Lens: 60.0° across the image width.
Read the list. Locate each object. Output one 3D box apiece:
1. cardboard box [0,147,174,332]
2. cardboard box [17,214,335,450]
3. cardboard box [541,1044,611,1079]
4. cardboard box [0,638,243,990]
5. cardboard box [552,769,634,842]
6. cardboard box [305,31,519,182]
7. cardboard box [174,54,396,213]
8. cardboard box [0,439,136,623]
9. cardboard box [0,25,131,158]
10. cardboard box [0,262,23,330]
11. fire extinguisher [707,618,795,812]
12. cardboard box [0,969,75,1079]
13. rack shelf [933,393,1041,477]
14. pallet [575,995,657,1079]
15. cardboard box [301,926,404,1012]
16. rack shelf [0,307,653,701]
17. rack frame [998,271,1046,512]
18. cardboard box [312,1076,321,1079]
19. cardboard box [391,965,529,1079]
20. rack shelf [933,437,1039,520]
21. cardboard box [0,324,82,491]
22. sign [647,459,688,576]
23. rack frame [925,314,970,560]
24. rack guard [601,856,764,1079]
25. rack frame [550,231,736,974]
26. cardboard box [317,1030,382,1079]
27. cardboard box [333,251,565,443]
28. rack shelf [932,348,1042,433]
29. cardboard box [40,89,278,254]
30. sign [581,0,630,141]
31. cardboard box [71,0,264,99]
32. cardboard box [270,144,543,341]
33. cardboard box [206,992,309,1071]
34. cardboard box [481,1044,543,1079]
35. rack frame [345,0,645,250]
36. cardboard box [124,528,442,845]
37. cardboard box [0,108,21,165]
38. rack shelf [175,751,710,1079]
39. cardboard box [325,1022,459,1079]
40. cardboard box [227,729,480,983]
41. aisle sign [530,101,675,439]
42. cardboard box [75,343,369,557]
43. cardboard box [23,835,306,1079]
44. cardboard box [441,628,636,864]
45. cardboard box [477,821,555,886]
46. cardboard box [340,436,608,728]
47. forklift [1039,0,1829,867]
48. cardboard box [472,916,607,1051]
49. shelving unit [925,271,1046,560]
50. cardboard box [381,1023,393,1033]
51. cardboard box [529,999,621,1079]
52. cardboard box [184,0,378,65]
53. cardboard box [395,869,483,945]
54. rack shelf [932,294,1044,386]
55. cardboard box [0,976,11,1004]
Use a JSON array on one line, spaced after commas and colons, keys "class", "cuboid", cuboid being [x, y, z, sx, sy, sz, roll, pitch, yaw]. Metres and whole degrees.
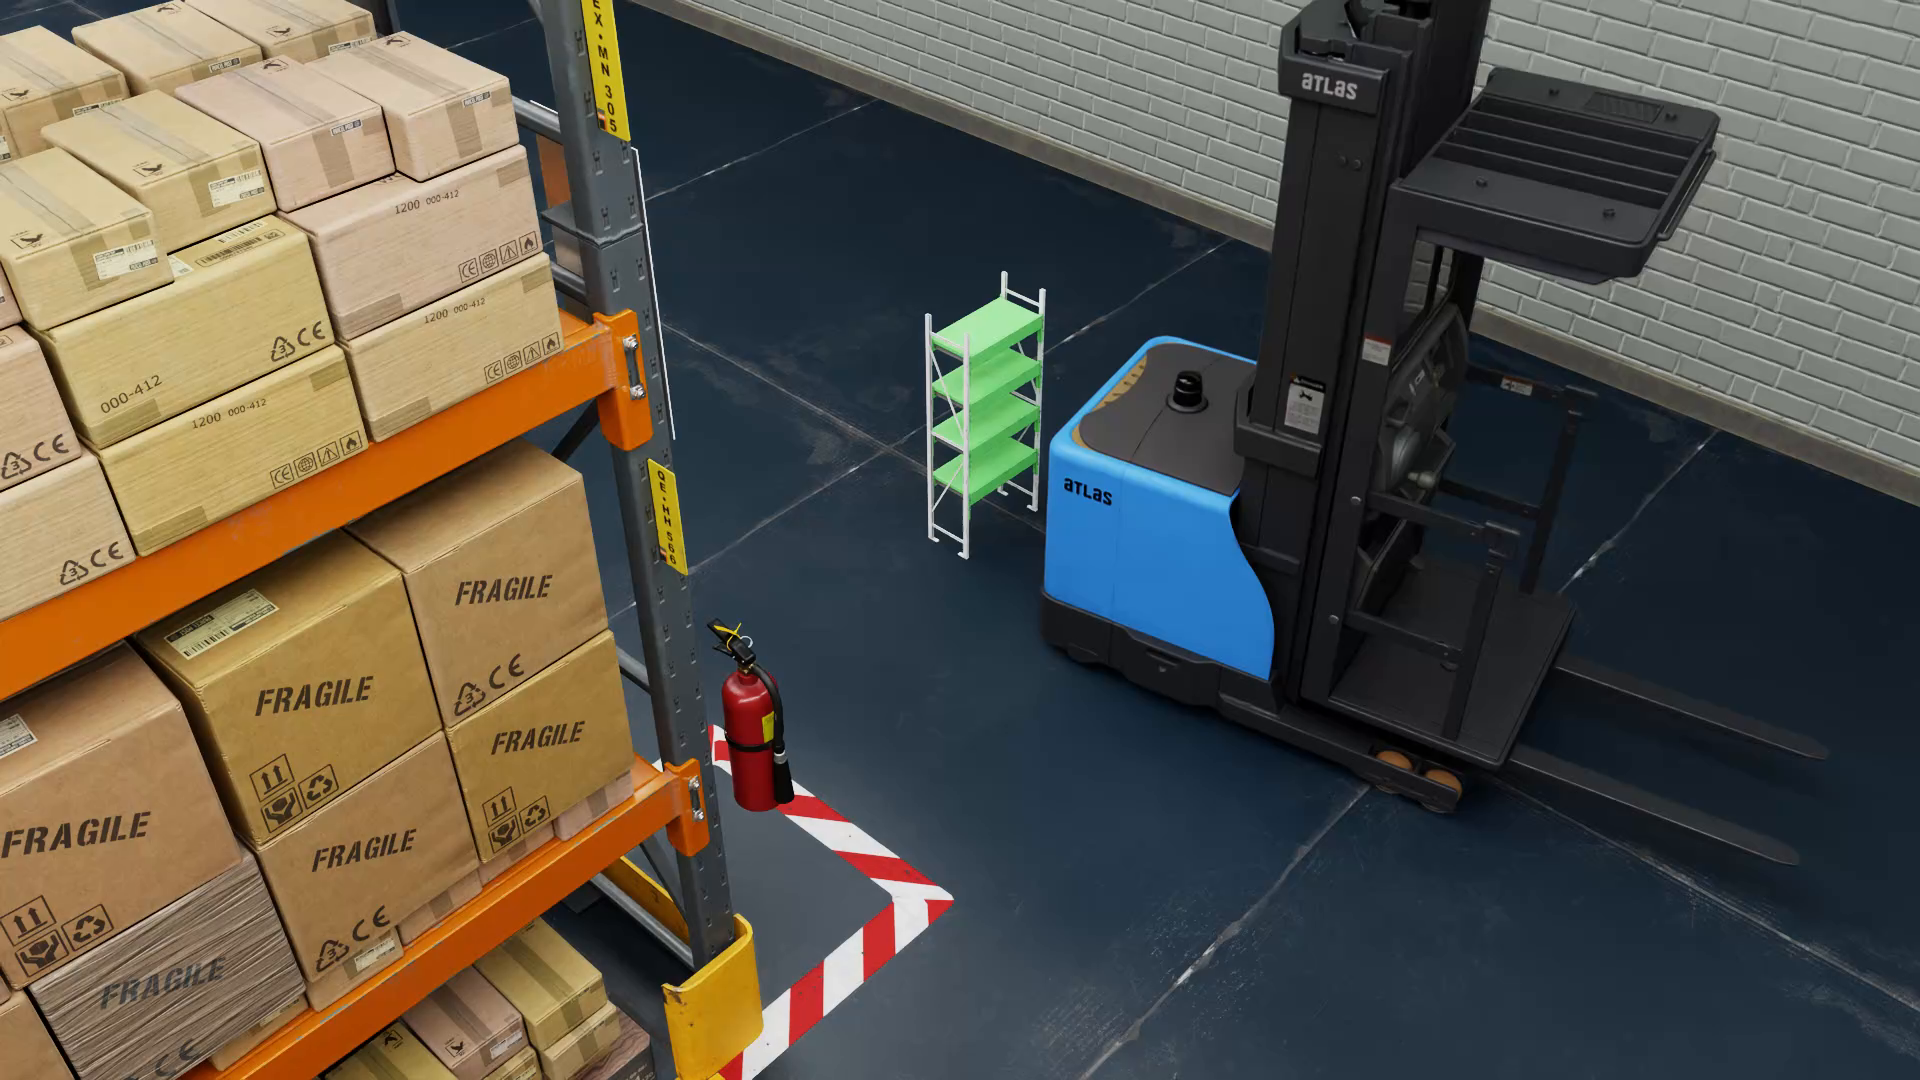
[{"class": "cardboard box", "cuboid": [-1.655, -0.554, 3.025, 0.380, 0.149, 0.250, 30, 48, 32]}, {"class": "cardboard box", "cuboid": [-1.605, -0.477, 3.249, 0.500, 0.250, 0.500, 28, 46, 31]}, {"class": "cardboard box", "cuboid": [-1.339, 1.561, 5.330, 0.380, 0.149, 0.250, 30, 48, 33]}, {"class": "cardboard box", "cuboid": [-1.949, 0.523, 3.559, 0.500, 0.500, 0.500, -32, 48, -33]}, {"class": "cardboard box", "cuboid": [-1.149, 0.647, 4.729, 0.380, 0.149, 0.250, 30, 47, 32]}, {"class": "cardboard box", "cuboid": [-1.145, -0.911, 3.474, 0.380, 0.149, 0.250, 29, 47, 32]}, {"class": "cardboard box", "cuboid": [-1.368, -0.830, 3.372, 0.380, 0.149, 0.250, 30, 48, 32]}, {"class": "cardboard box", "cuboid": [-1.933, -0.056, 3.120, 0.500, 0.250, 0.500, 32, 48, 34]}, {"class": "cardboard box", "cuboid": [-1.947, -0.930, 3.498, 0.380, 0.149, 0.250, 30, 47, 32]}, {"class": "cardboard box", "cuboid": [-1.870, -0.463, 2.910, 0.380, 0.149, 0.250, 29, 47, 31]}, {"class": "fire extinguisher", "cuboid": [-0.627, 0.534, 5.030, 0.296, 0.674, 0.183, 30, 47, 32]}, {"class": "cardboard box", "cuboid": [-2.281, 1.135, 3.593, 0.500, 0.500, 0.500, -32, 48, -33]}, {"class": "rack shelf", "cuboid": [0.112, -0.496, 7.512, 0.258, 0.148, 0.480, 30, 47, 32]}, {"class": "pallet", "cuboid": [-1.763, 1.765, 5.361, 1.003, 0.211, 1.213, 30, 47, 32]}, {"class": "cardboard box", "cuboid": [-1.658, 0.994, 4.292, 0.380, 0.149, 0.250, 31, 48, 33]}, {"class": "rack shelf", "cuboid": [-2.487, 0.306, 3.123, 1.077, 0.370, 4.000, 30, 47, 32]}, {"class": "rack frame", "cuboid": [0.276, -0.658, 7.613, 0.240, 1.200, 0.015, 30, 47, 32]}, {"class": "cardboard box", "cuboid": [-1.822, 1.704, 4.672, 0.380, 0.149, 0.250, 28, 46, 30]}, {"class": "cardboard box", "cuboid": [-1.520, 1.439, 5.005, 0.380, 0.149, 0.250, 31, 48, 33]}, {"class": "rack shelf", "cuboid": [0.112, -0.308, 7.661, 0.258, 0.148, 0.480, 30, 47, 32]}, {"class": "cardboard box", "cuboid": [-1.952, -0.243, 2.954, 0.500, 0.250, 0.500, 30, 48, 32]}, {"class": "sign", "cuboid": [-0.742, -0.055, 4.225, 0.100, 0.325, 0.005, 30, 47, 32]}, {"class": "rack frame", "cuboid": [-0.053, -0.434, 7.331, 0.240, 1.200, 0.015, 30, 47, 32]}, {"class": "rack guard", "cuboid": [-1.189, 1.293, 5.722, 1.175, 0.500, 0.348, 30, 47, 32]}, {"class": "rack frame", "cuboid": [-1.138, 0.280, 4.988, 1.000, 3.000, 0.127, 30, 47, 32]}, {"class": "cardboard box", "cuboid": [-2.007, 1.500, 5.168, 0.380, 0.149, 0.250, 30, 47, 32]}, {"class": "cardboard box", "cuboid": [-1.249, -0.515, 3.699, 0.500, 0.250, 0.500, 29, 47, 31]}, {"class": "rack shelf", "cuboid": [0.112, -0.684, 7.363, 0.258, 0.148, 0.480, 30, 47, 32]}, {"class": "cardboard box", "cuboid": [-1.556, -0.721, 3.235, 0.380, 0.149, 0.250, 28, 46, 31]}, {"class": "sign", "cuboid": [-0.742, -0.998, 3.474, 0.100, 0.325, 0.005, 30, 47, 32]}, {"class": "cardboard box", "cuboid": [-1.710, -1.024, 3.617, 0.380, 0.149, 0.250, 32, 48, 33]}, {"class": "cardboard box", "cuboid": [-1.261, -0.713, 3.545, 0.500, 0.250, 0.500, 28, 46, 31]}, {"class": "cardboard box", "cuboid": [-1.857, 1.102, 4.155, 0.380, 0.149, 0.250, 27, 46, 30]}, {"class": "cardboard box", "cuboid": [-1.499, 1.575, 5.074, 0.380, 0.149, 0.250, 28, 47, 31]}, {"class": "rack frame", "cuboid": [-1.138, -2.068, 3.121, 1.000, 3.000, 0.127, 30, 47, 32]}, {"class": "cardboard box", "cuboid": [-1.605, 0.280, 3.865, 0.500, 0.500, 0.500, 28, 46, 31]}, {"class": "cardboard box", "cuboid": [-2.111, -0.819, 3.358, 0.380, 0.149, 0.250, 30, 48, 32]}, {"class": "rack shelf", "cuboid": [-2.487, 1.480, 4.056, 1.077, 0.370, 4.000, 30, 47, 32]}, {"class": "cardboard box", "cuboid": [-1.601, 1.612, 4.788, 0.380, 0.149, 0.250, 29, 47, 31]}, {"class": "cardboard box", "cuboid": [-1.602, 0.673, 4.174, 0.500, 0.500, 0.500, 29, 47, 31]}, {"class": "aisle sign", "cuboid": [-0.867, -0.645, 4.063, 0.394, 0.787, 0.004, 30, 47, 32]}, {"class": "cardboard box", "cuboid": [-1.588, -0.278, 3.400, 0.500, 0.250, 0.500, 30, 47, 32]}, {"class": "cardboard box", "cuboid": [-1.937, 0.910, 3.876, 0.500, 0.500, 0.500, 30, 47, 32]}, {"class": "cardboard box", "cuboid": [-1.251, 0.439, 4.469, 0.500, 0.500, 0.500, 31, 48, 33]}, {"class": "cardboard box", "cuboid": [-1.345, 0.745, 4.605, 0.380, 0.149, 0.250, 30, 47, 32]}, {"class": "cardboard box", "cuboid": [-1.263, 0.048, 4.157, 0.500, 0.500, 0.500, 29, 47, 31]}, {"class": "forklift", "cuboid": [1.866, -0.475, 5.993, 3.031, 2.935, 1.130, 21, 43, 24]}, {"class": "cardboard box", "cuboid": [-1.308, 1.348, 5.120, 0.380, 0.149, 0.250, 30, 47, 32]}, {"class": "shelving unit", "cuboid": [0.112, -0.546, 7.472, 0.258, 1.200, 0.503, 30, 47, 32]}, {"class": "cardboard box", "cuboid": [-1.844, 1.492, 5.416, 0.380, 0.149, 0.250, 29, 47, 32]}, {"class": "cardboard box", "cuboid": [-1.283, 1.477, 5.196, 0.380, 0.149, 0.250, 28, 46, 31]}, {"class": "cardboard box", "cuboid": [-1.525, -1.134, 3.754, 0.380, 0.149, 0.250, 29, 47, 32]}, {"class": "cardboard box", "cuboid": [-1.503, 0.867, 4.452, 0.380, 0.149, 0.250, 29, 47, 31]}, {"class": "rack shelf", "cuboid": [0.112, -0.871, 7.213, 0.258, 0.148, 0.480, 30, 47, 32]}, {"class": "cardboard box", "cuboid": [-2.303, 0.767, 3.252, 0.500, 0.500, 0.500, 28, 46, 31]}]
